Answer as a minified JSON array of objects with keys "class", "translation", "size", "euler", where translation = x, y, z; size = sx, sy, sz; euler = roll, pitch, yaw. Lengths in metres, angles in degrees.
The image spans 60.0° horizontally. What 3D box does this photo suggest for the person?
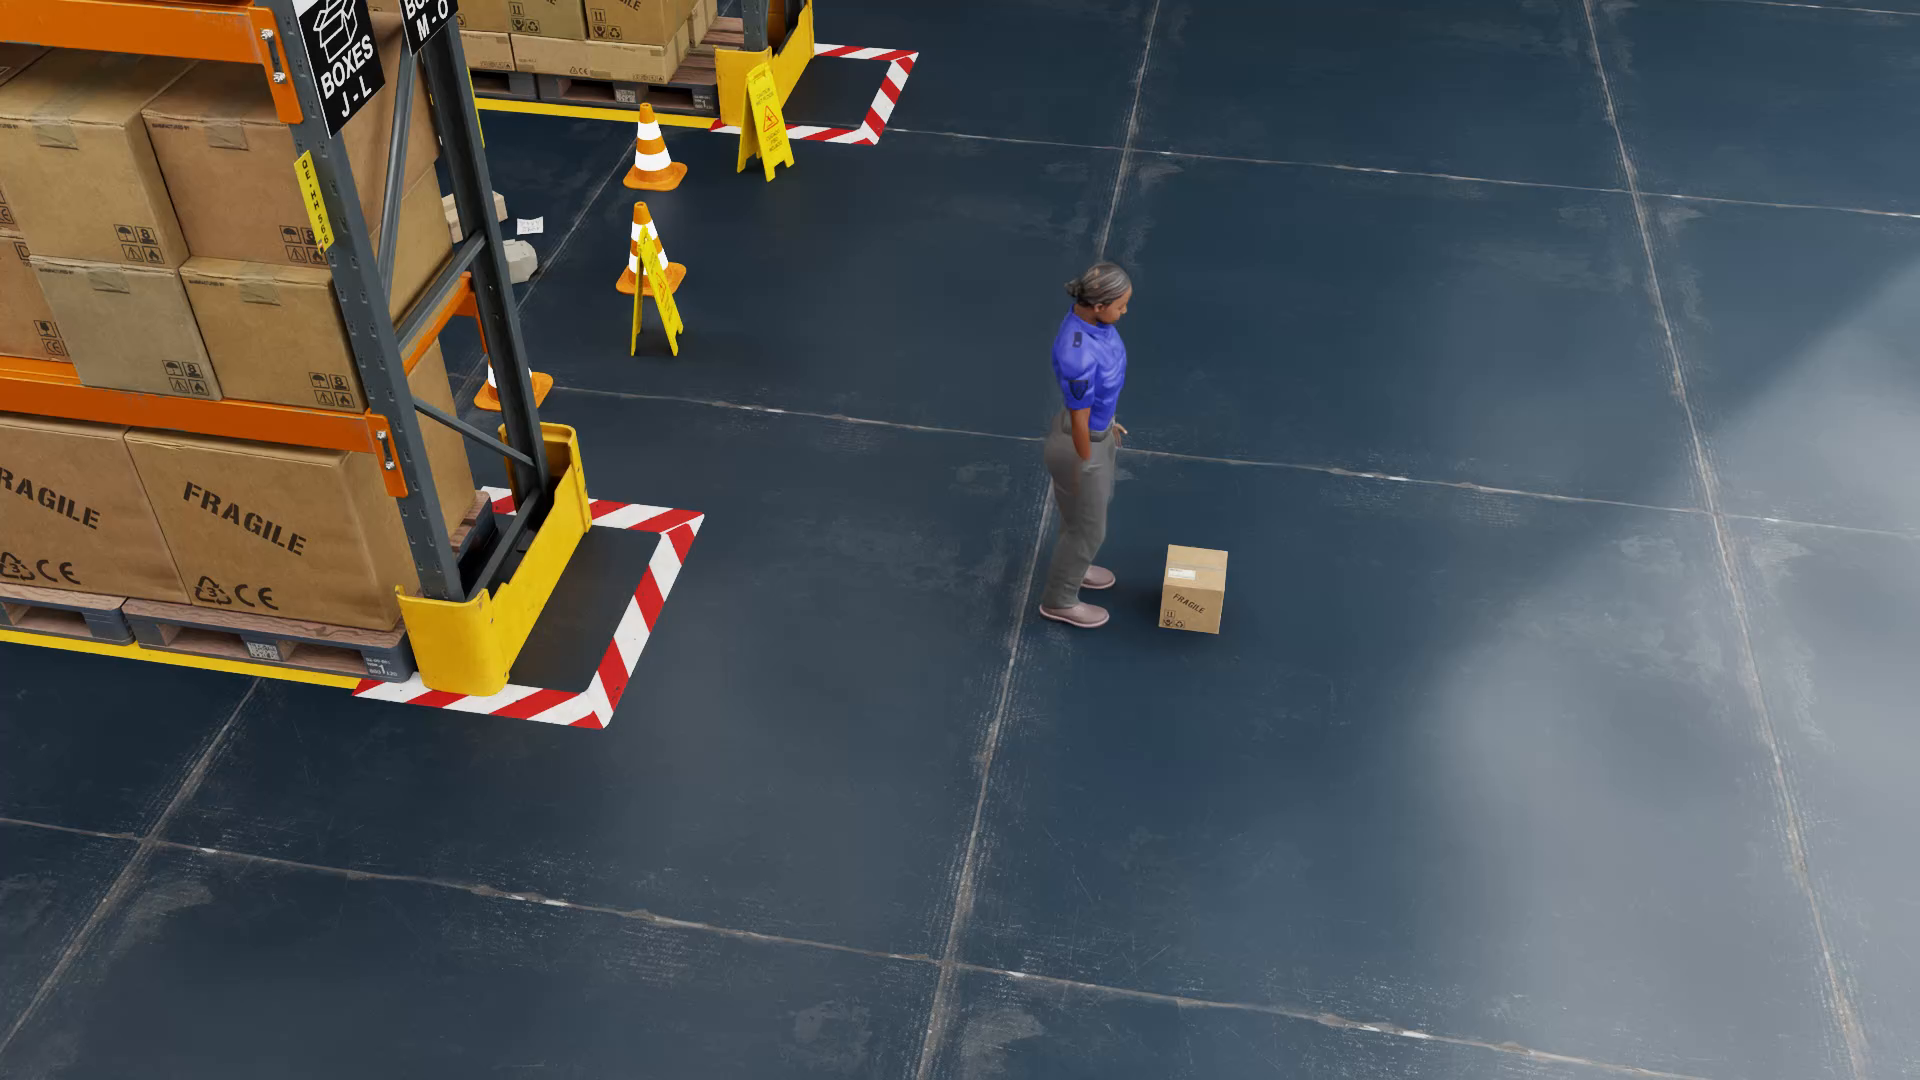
[{"class":"person","translation":[0.504,-0.388,6.627],"size":[0.309,1.646,0.441],"euler":[7,41,8]}]
